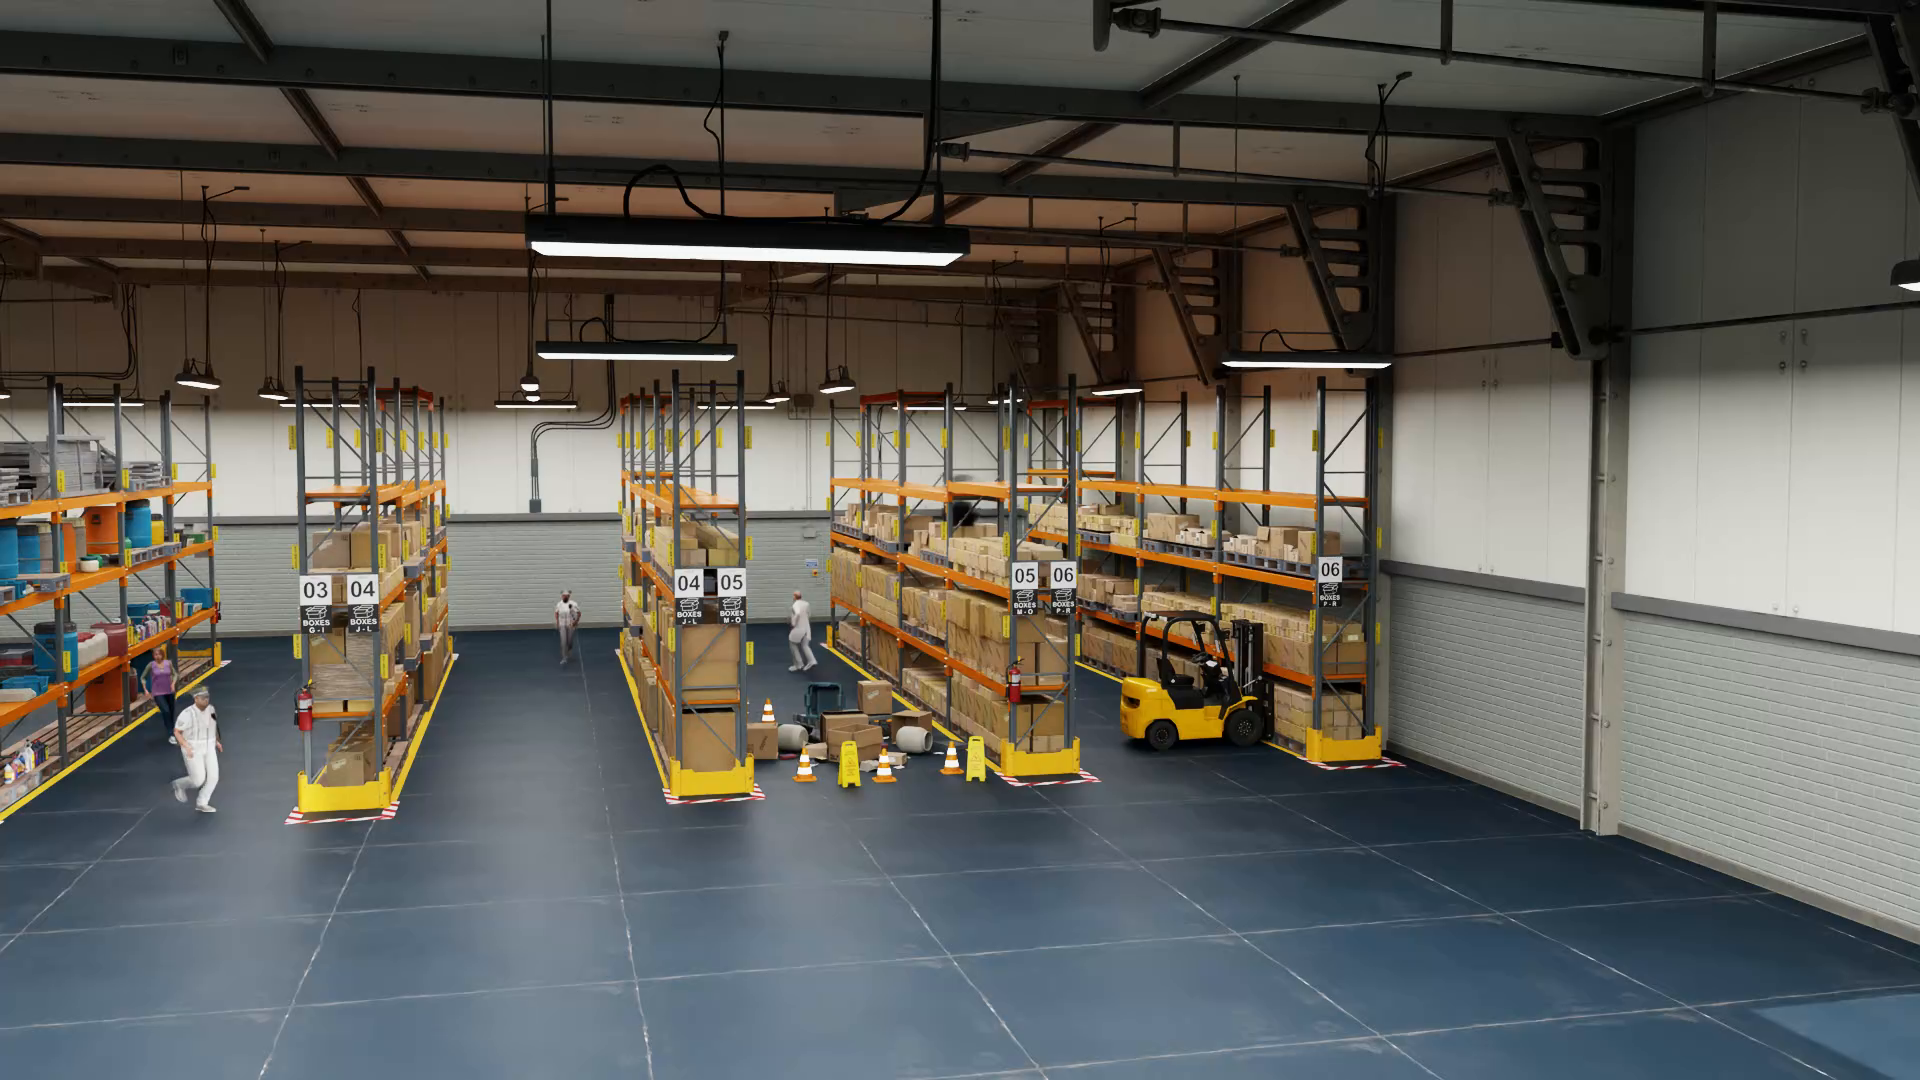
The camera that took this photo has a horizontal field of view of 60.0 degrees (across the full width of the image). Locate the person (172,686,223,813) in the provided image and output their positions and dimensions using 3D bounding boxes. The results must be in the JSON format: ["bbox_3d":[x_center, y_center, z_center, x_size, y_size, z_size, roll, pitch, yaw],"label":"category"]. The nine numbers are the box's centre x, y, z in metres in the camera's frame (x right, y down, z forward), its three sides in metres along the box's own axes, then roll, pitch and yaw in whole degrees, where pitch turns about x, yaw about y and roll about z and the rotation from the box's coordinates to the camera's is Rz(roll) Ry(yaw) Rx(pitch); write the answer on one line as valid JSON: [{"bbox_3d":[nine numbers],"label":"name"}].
[{"bbox_3d":[-10.299,2.810,22.423,0.665,1.718,0.649,2,4,32],"label":"person"}]

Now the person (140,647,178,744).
[{"bbox_3d":[-13.189,2.547,27.477,0.593,1.580,0.833,-3,5,-45],"label":"person"}]

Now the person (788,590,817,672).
[{"bbox_3d":[-3.354,1.974,35.929,0.922,1.756,0.667,3,5,43],"label":"person"}]

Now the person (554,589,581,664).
[{"bbox_3d":[-8.850,1.938,37.558,0.593,1.701,0.683,0,3,-1],"label":"person"}]
